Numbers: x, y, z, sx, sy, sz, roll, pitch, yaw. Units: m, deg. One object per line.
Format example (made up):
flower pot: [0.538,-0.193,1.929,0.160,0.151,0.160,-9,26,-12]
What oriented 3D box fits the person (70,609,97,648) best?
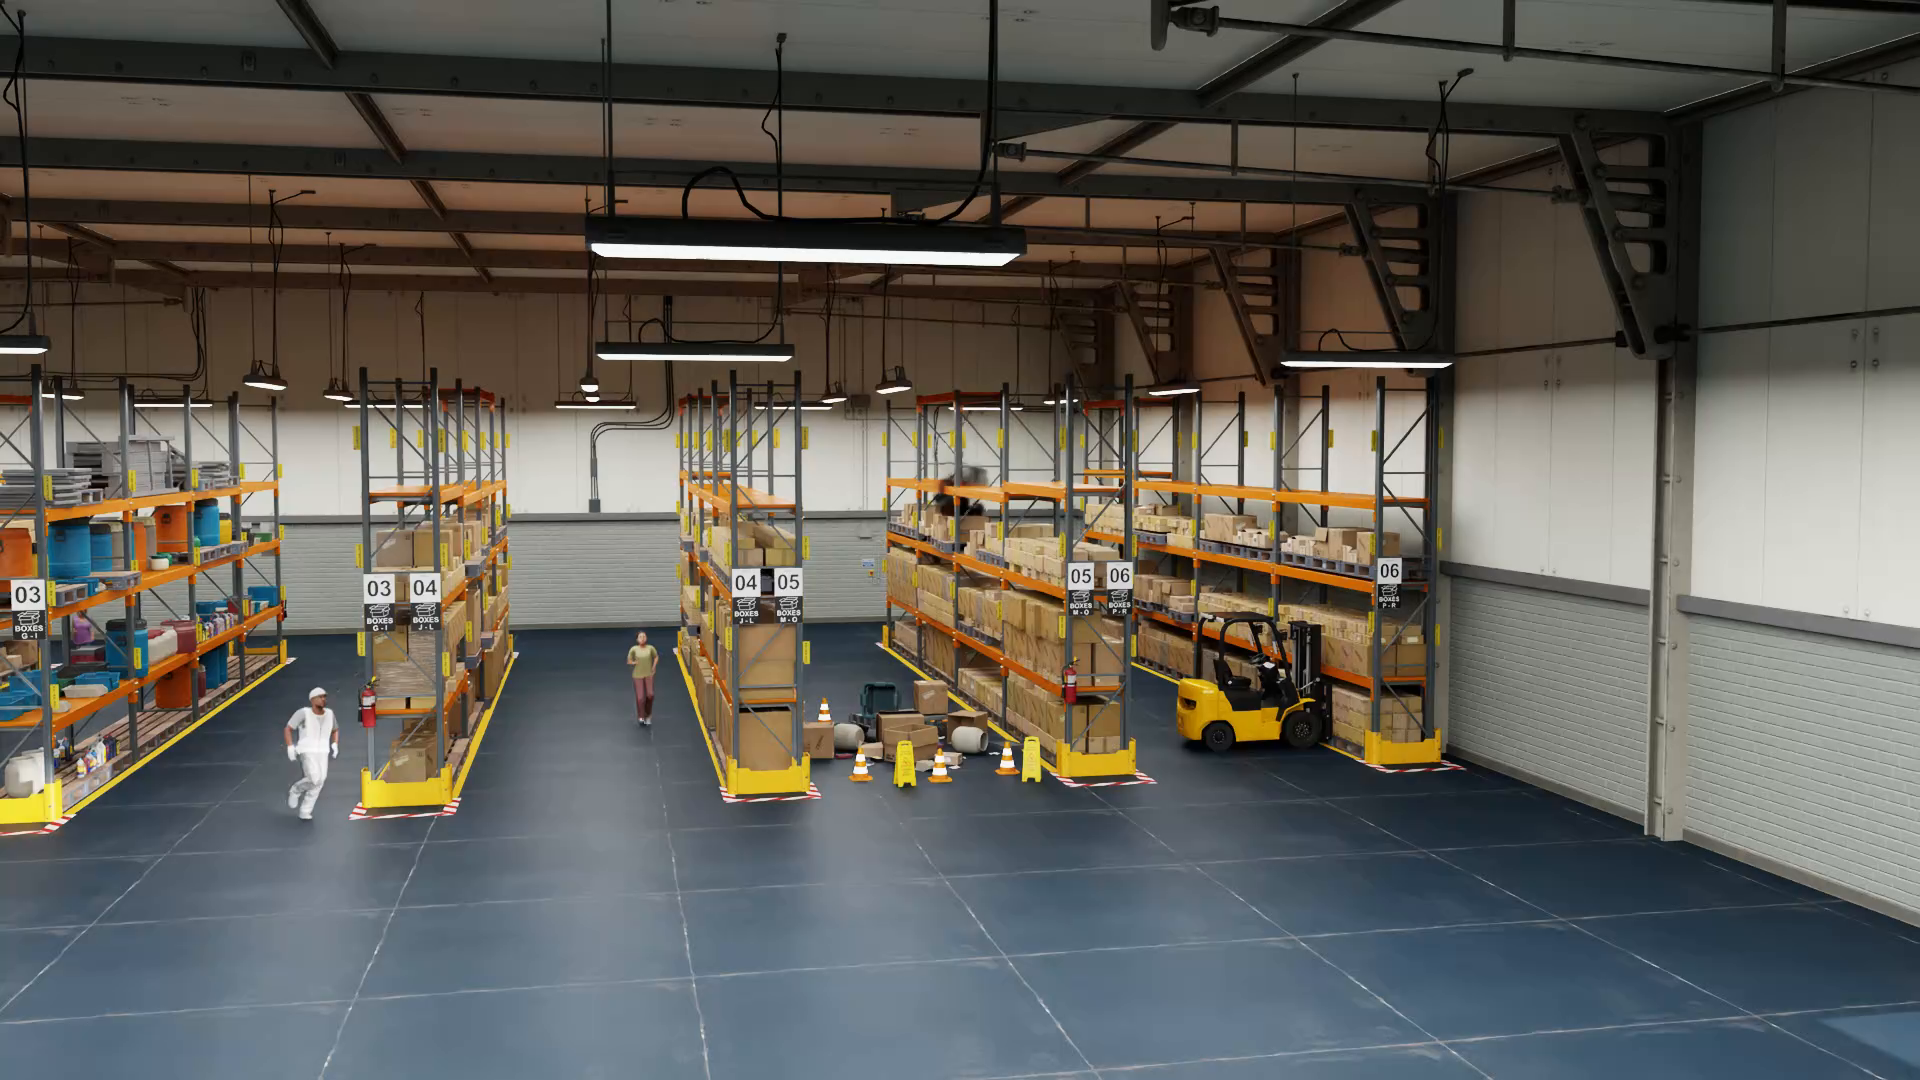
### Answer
person: [-18.092,2.160,34.289,0.522,1.645,0.751,-1,4,-21]

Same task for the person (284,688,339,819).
person: [-8.576,2.831,22.153,0.545,1.706,0.733,3,4,39]

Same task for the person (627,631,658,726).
person: [-5.562,2.434,29.225,0.561,1.678,0.620,-1,4,-15]
